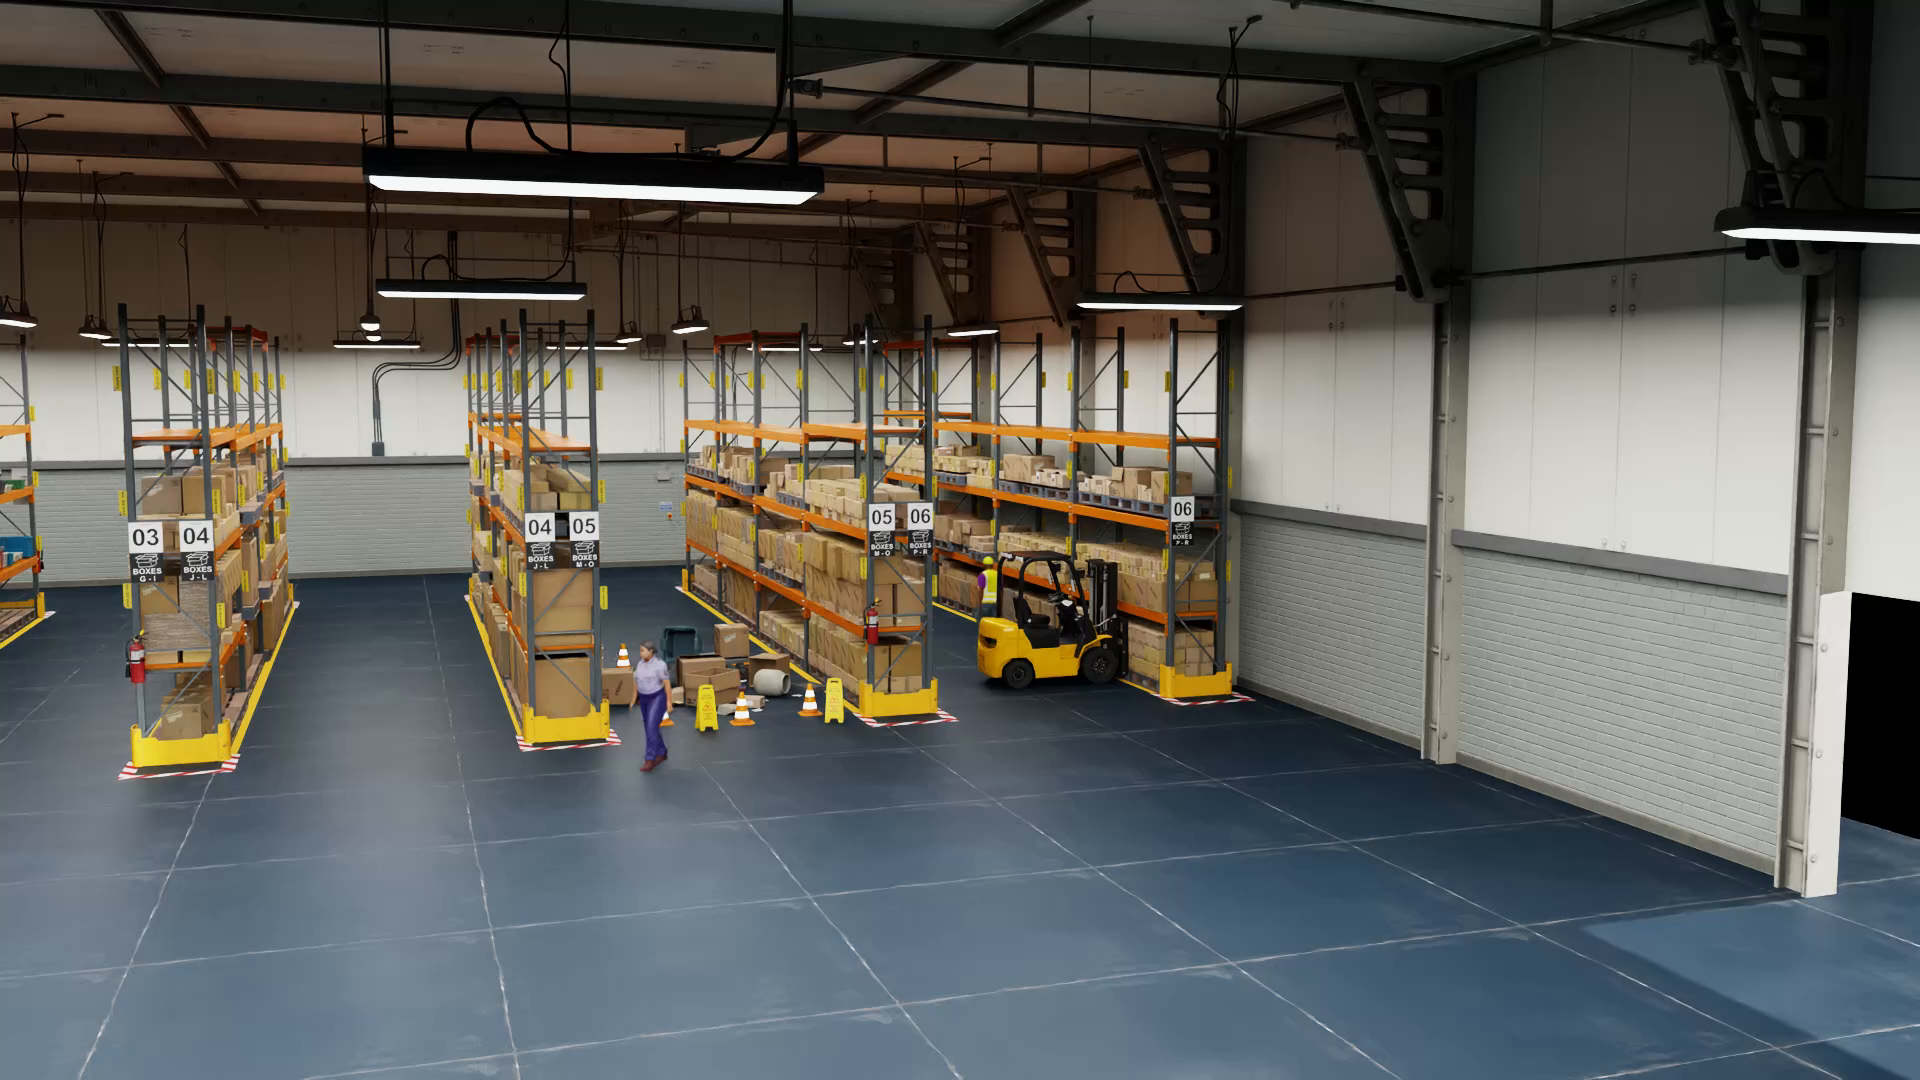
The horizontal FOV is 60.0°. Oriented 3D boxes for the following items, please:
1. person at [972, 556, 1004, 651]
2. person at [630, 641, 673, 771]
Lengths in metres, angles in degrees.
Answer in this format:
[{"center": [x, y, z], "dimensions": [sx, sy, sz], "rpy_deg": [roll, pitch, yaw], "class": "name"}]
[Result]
[{"center": [0.565, 1.176, 30.971], "dimensions": [0.617, 1.729, 0.604], "rpy_deg": [-3, 6, -31], "class": "person"}, {"center": [-4.052, 2.140, 21.652], "dimensions": [0.613, 1.643, 0.740], "rpy_deg": [4, 7, 38], "class": "person"}]
